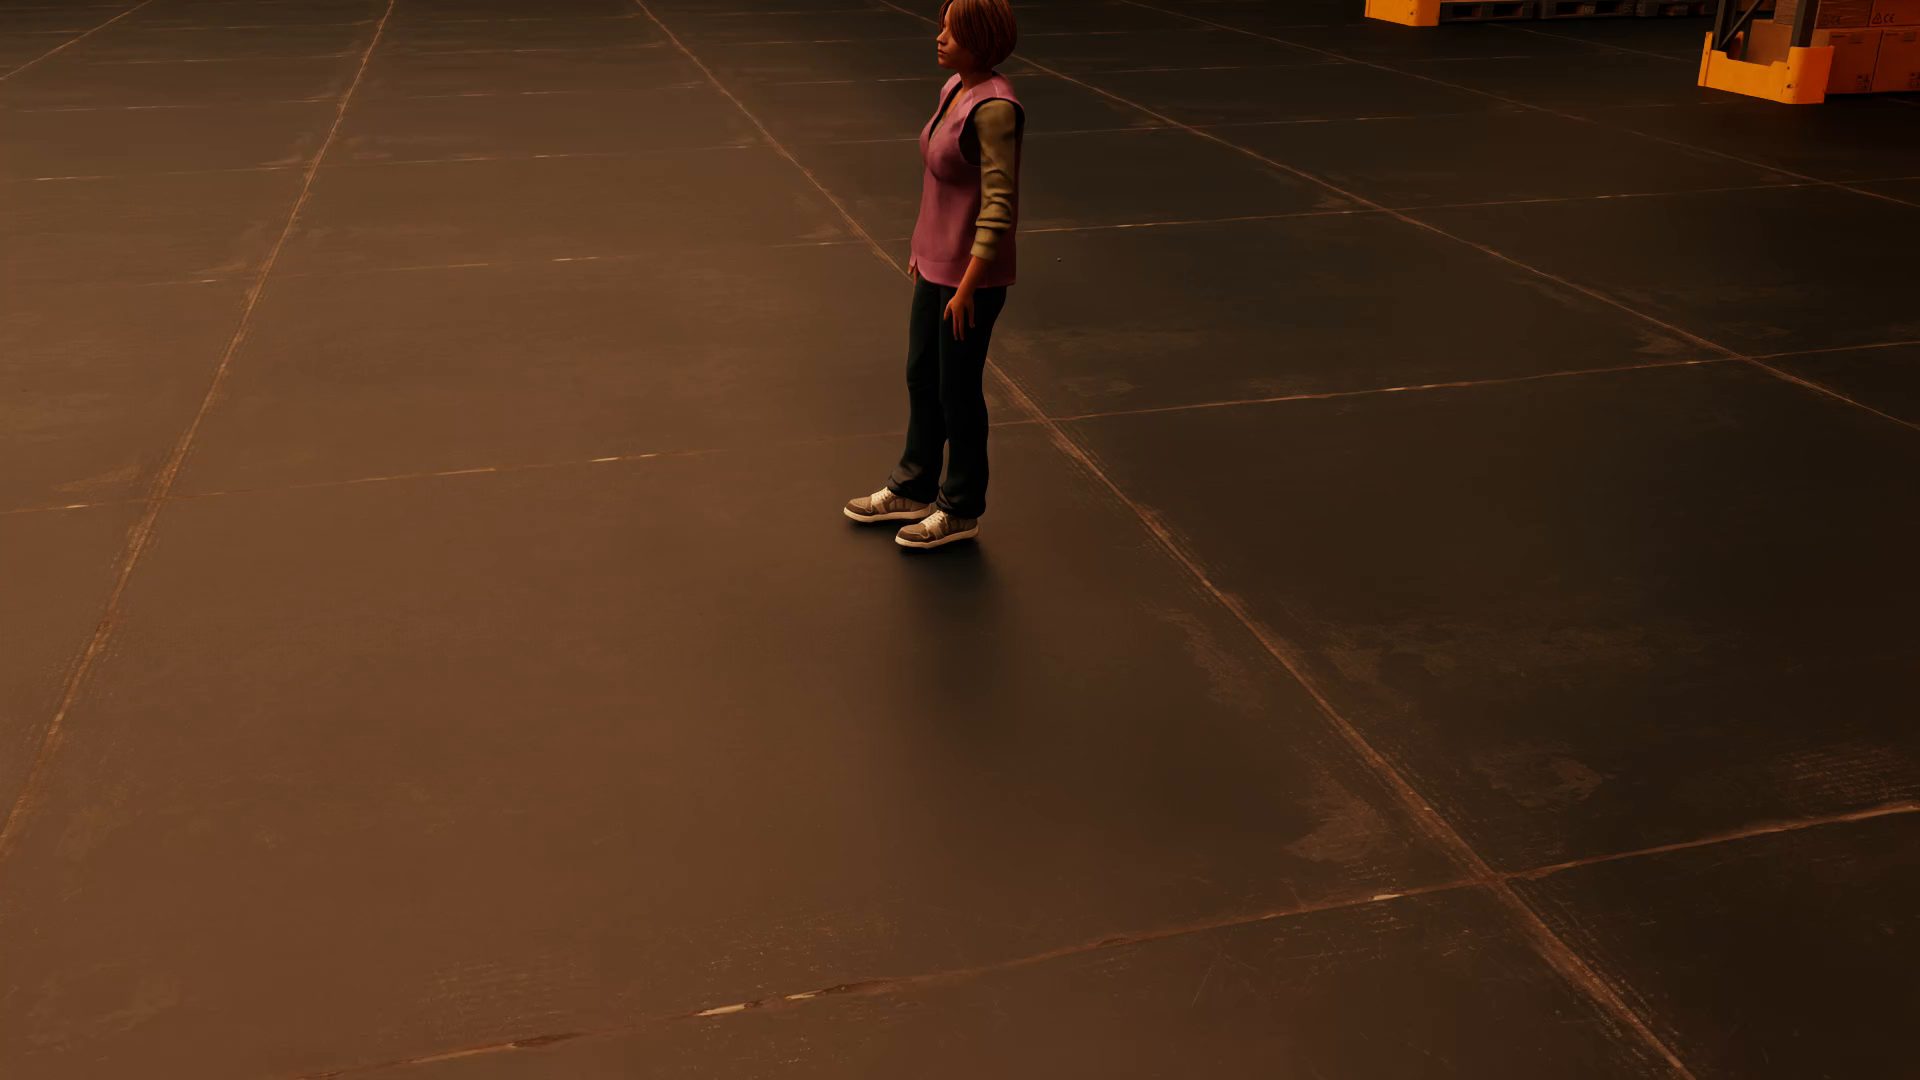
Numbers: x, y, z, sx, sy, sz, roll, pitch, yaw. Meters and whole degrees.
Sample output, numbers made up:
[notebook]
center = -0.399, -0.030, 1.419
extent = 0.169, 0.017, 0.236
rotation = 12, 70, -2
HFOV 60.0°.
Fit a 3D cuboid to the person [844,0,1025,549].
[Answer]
[person]
center = -0.075, -0.728, 4.737
extent = 0.476, 1.571, 0.520
rotation = -6, 24, -14
